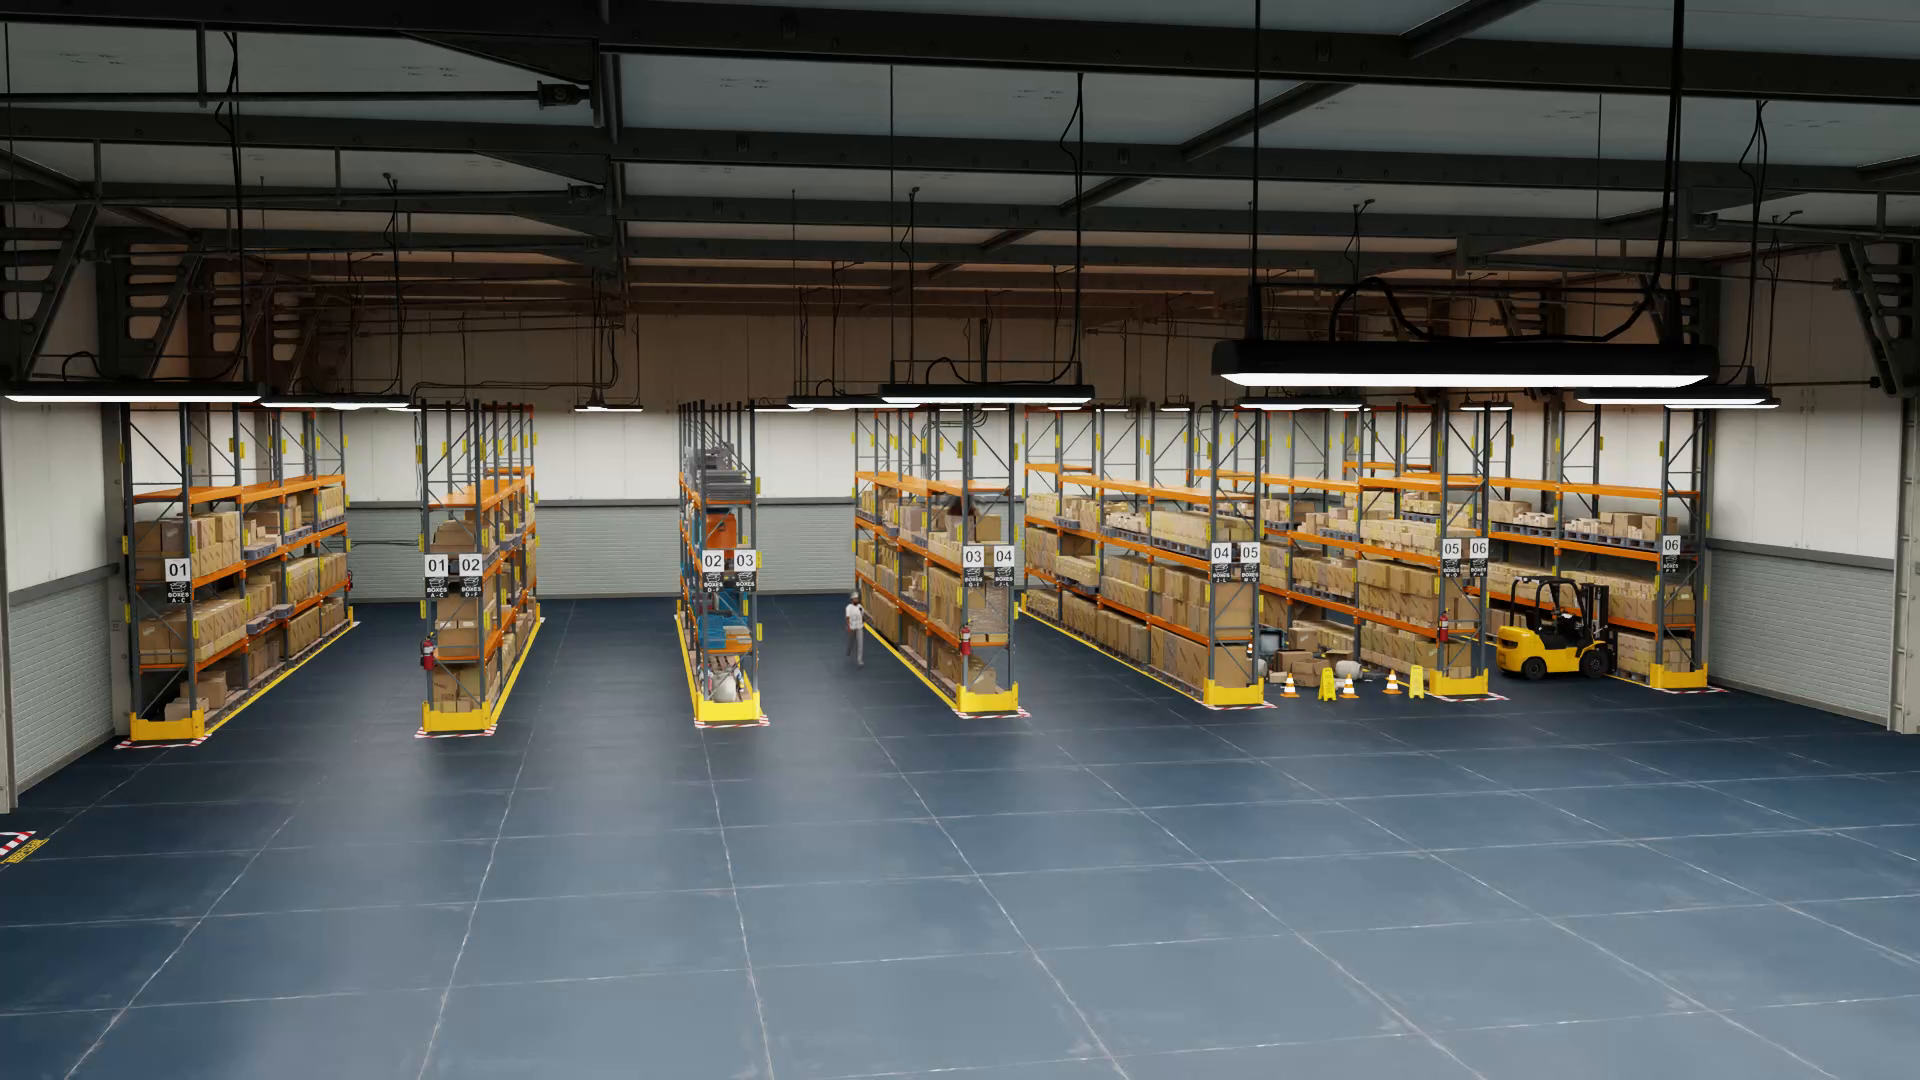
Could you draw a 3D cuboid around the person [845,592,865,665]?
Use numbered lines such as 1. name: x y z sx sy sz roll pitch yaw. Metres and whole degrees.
1. person: -2.402 2.019 38.117 0.463 1.649 0.939 -1 4 -16
